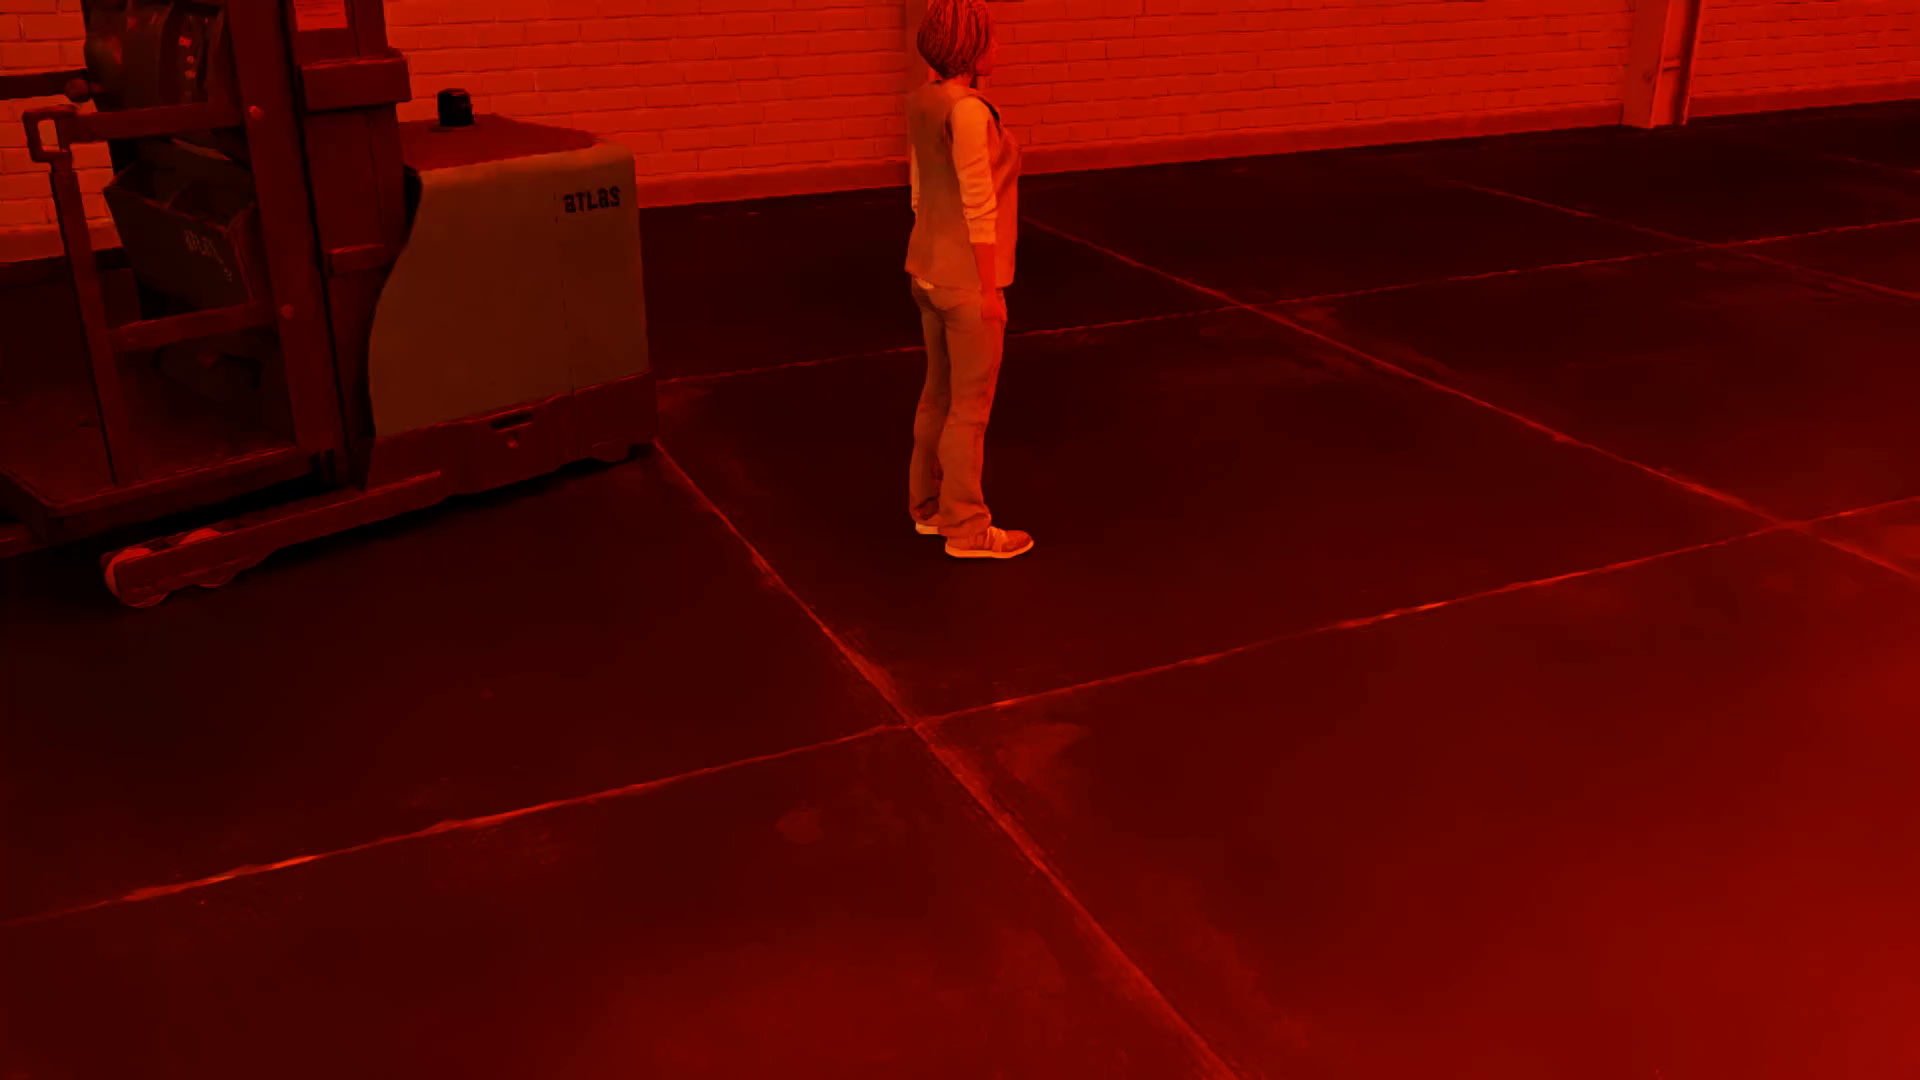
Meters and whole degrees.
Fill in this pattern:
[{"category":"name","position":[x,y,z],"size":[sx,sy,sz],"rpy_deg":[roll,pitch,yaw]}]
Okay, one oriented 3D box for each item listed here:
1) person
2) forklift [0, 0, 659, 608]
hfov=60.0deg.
[{"category":"person","position":[0.008,-0.740,4.804],"size":[0.310,1.604,0.405],"rpy_deg":[-10,25,-23]},{"category":"forklift","position":[-2.448,-1.387,4.624],"size":[1.130,2.935,3.031],"rpy_deg":[21,30,41]}]
